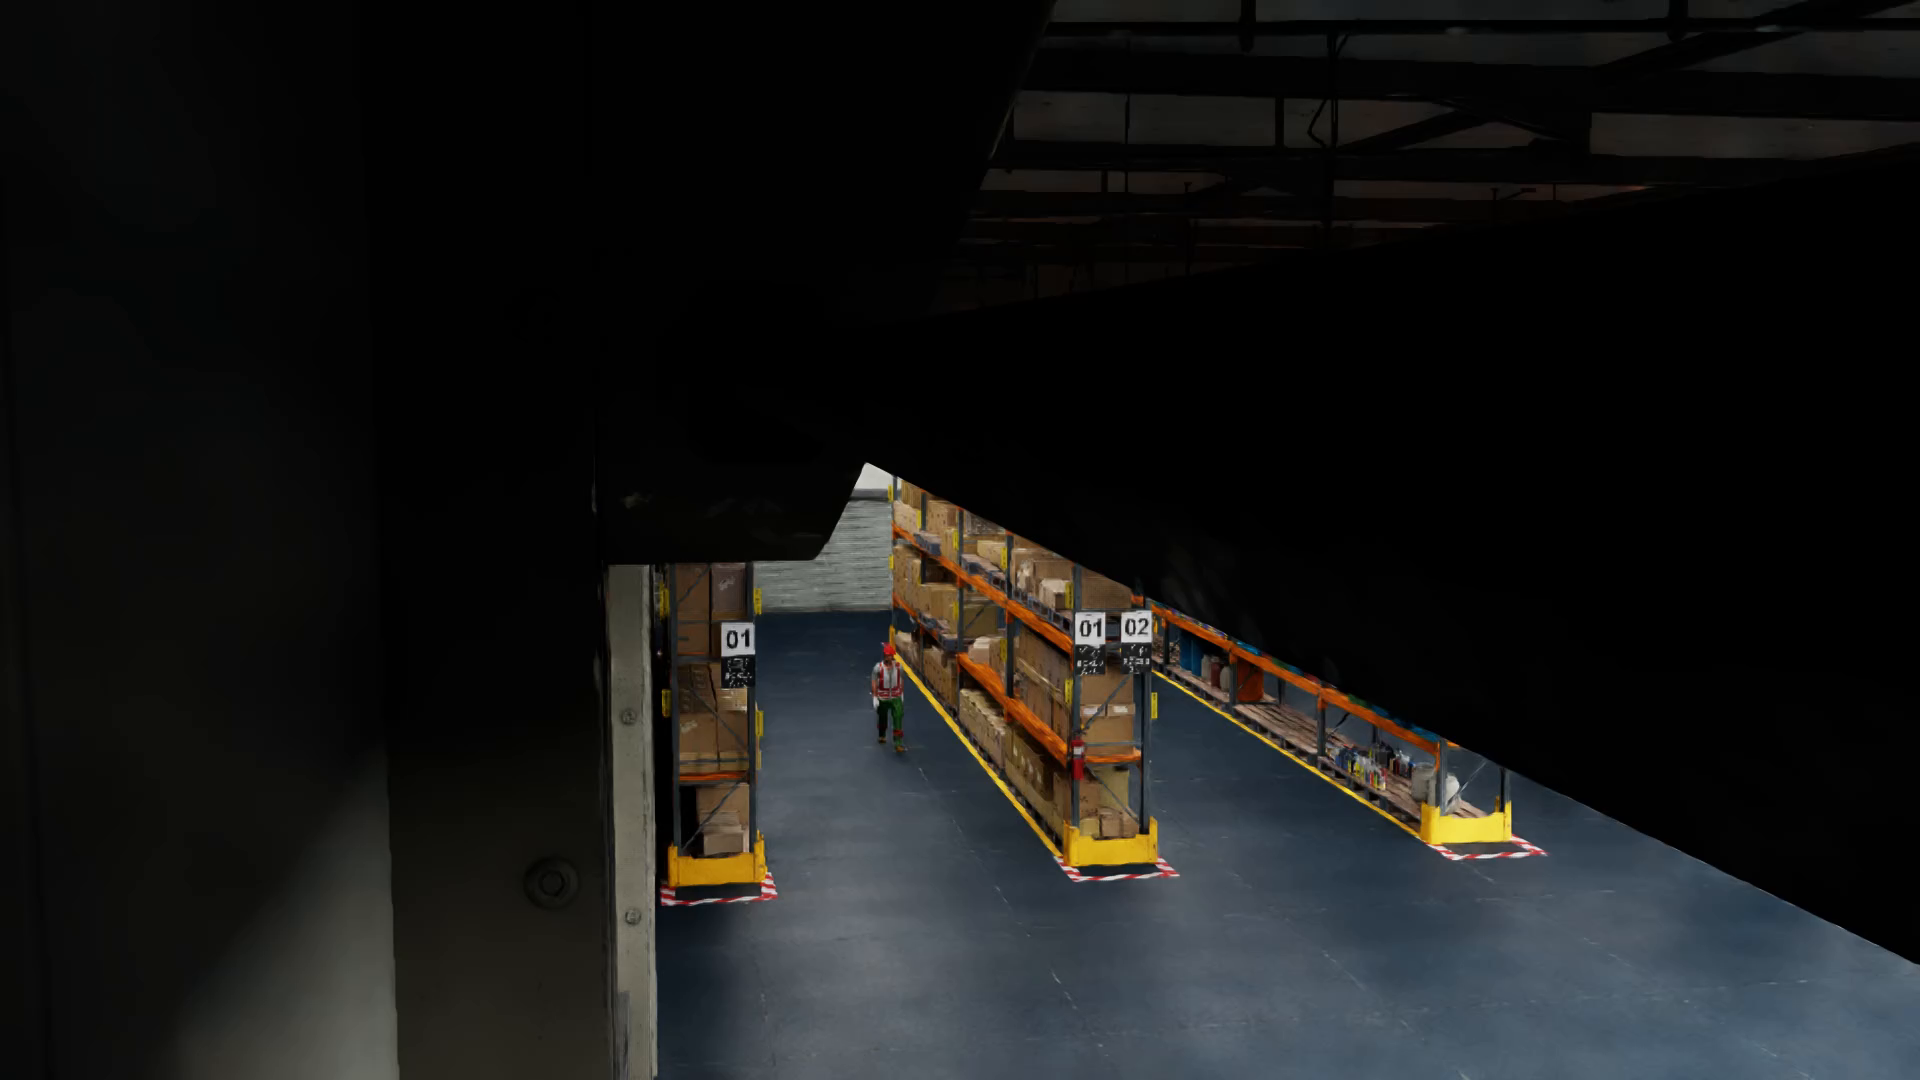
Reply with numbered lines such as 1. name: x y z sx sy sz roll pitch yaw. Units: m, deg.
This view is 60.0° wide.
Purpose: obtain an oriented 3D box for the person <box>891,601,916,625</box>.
1. person: -1.370 1.254 39.541 0.502 1.613 0.941 1 6 12

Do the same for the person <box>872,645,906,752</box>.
1. person: -1.158 2.547 27.039 0.553 1.706 1.123 -1 6 -8
